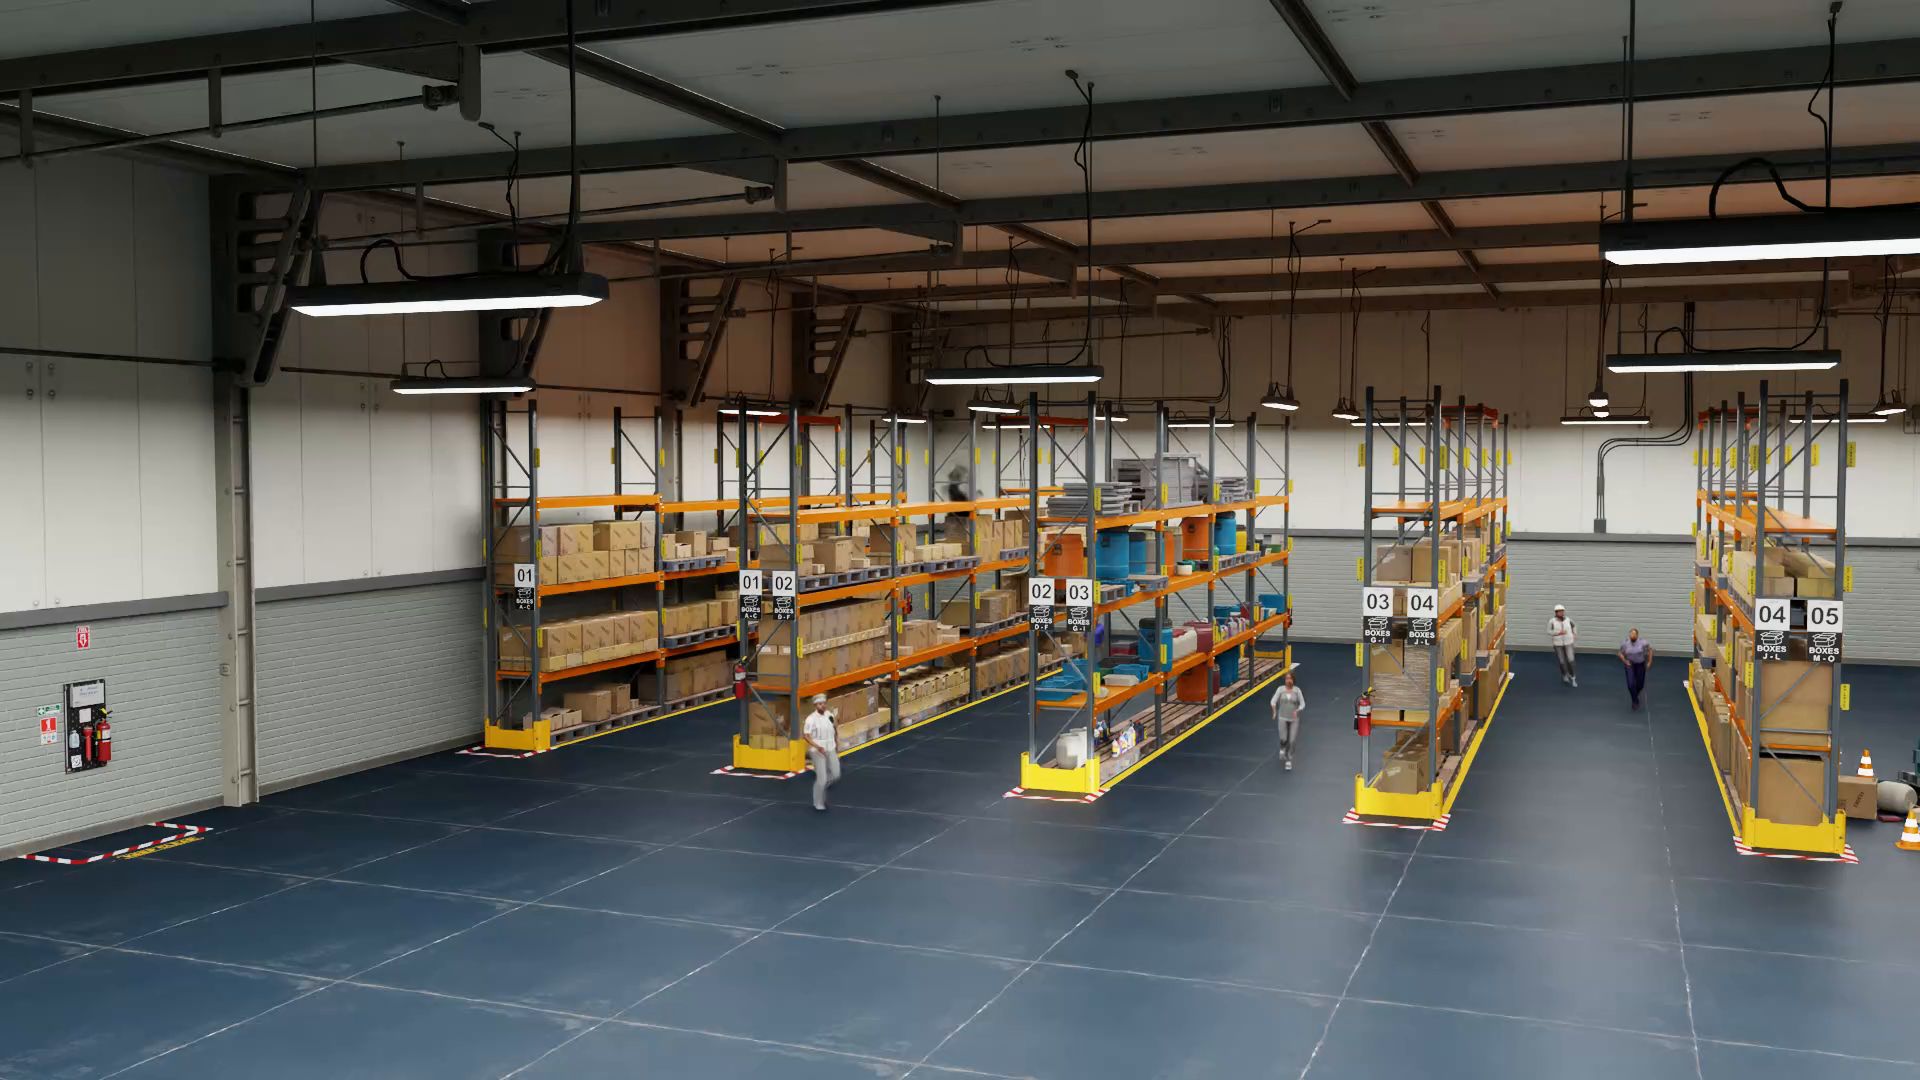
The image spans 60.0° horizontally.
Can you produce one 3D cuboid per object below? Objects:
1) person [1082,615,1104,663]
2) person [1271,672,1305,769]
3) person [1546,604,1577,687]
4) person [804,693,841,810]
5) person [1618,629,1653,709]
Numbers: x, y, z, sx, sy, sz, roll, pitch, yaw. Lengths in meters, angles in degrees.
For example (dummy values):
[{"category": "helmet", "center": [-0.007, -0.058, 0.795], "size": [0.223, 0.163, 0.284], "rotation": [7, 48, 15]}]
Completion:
[{"category": "person", "center": [2.915, 2.414, 35.973], "size": [0.555, 1.684, 0.660], "rotation": [1, 3, 13]}, {"category": "person", "center": [5.285, 2.910, 26.780], "size": [0.541, 1.562, 0.544], "rotation": [0, 3, 9]}, {"category": "person", "center": [13.315, 2.336, 36.795], "size": [0.659, 1.833, 0.685], "rotation": [1, 3, 17]}, {"category": "person", "center": [-1.931, 3.008, 23.692], "size": [0.586, 1.664, 0.479], "rotation": [-2, 3, -35]}, {"category": "person", "center": [13.585, 2.578, 33.458], "size": [0.640, 1.611, 0.663], "rotation": [1, 3, 22]}]
